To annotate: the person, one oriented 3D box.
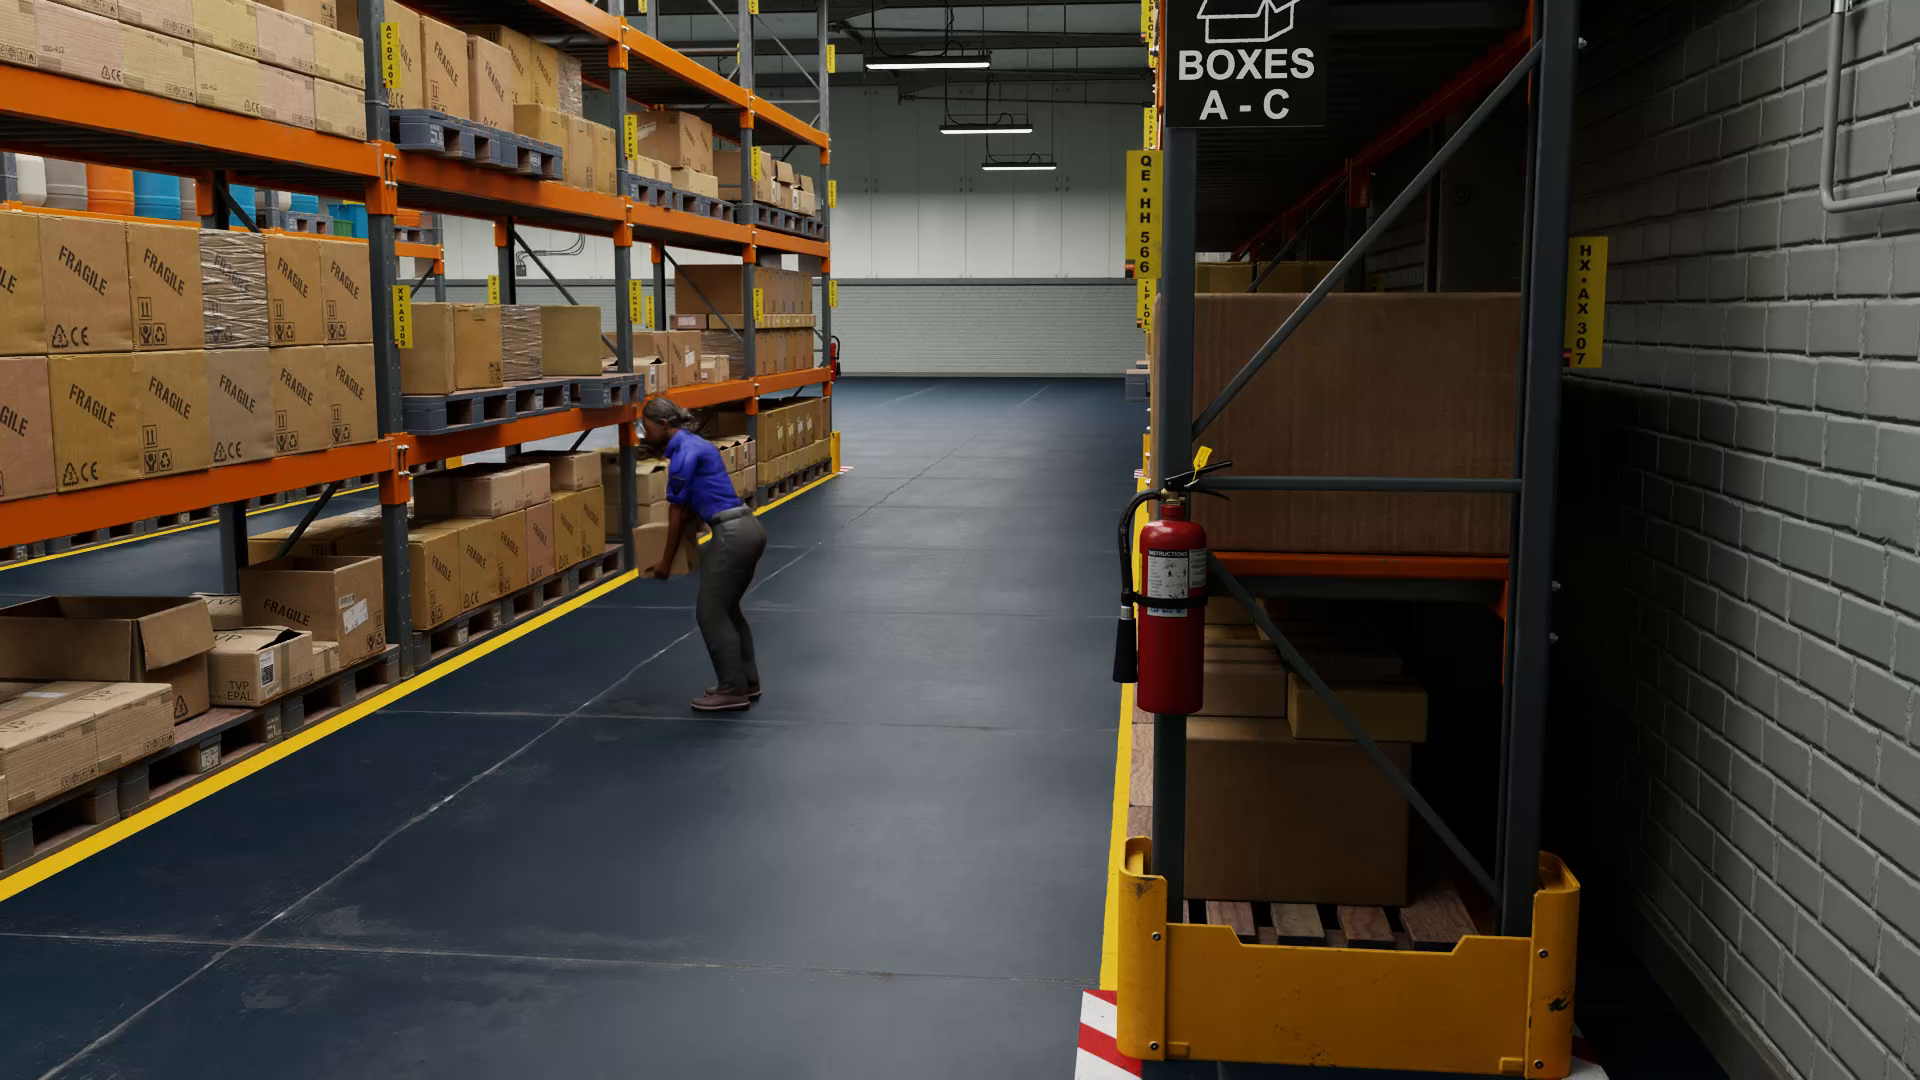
[{"bbox_3d":[-1.158,0.007,8.271,0.348,1.653,0.521,0,8,3],"label":"person"}]
